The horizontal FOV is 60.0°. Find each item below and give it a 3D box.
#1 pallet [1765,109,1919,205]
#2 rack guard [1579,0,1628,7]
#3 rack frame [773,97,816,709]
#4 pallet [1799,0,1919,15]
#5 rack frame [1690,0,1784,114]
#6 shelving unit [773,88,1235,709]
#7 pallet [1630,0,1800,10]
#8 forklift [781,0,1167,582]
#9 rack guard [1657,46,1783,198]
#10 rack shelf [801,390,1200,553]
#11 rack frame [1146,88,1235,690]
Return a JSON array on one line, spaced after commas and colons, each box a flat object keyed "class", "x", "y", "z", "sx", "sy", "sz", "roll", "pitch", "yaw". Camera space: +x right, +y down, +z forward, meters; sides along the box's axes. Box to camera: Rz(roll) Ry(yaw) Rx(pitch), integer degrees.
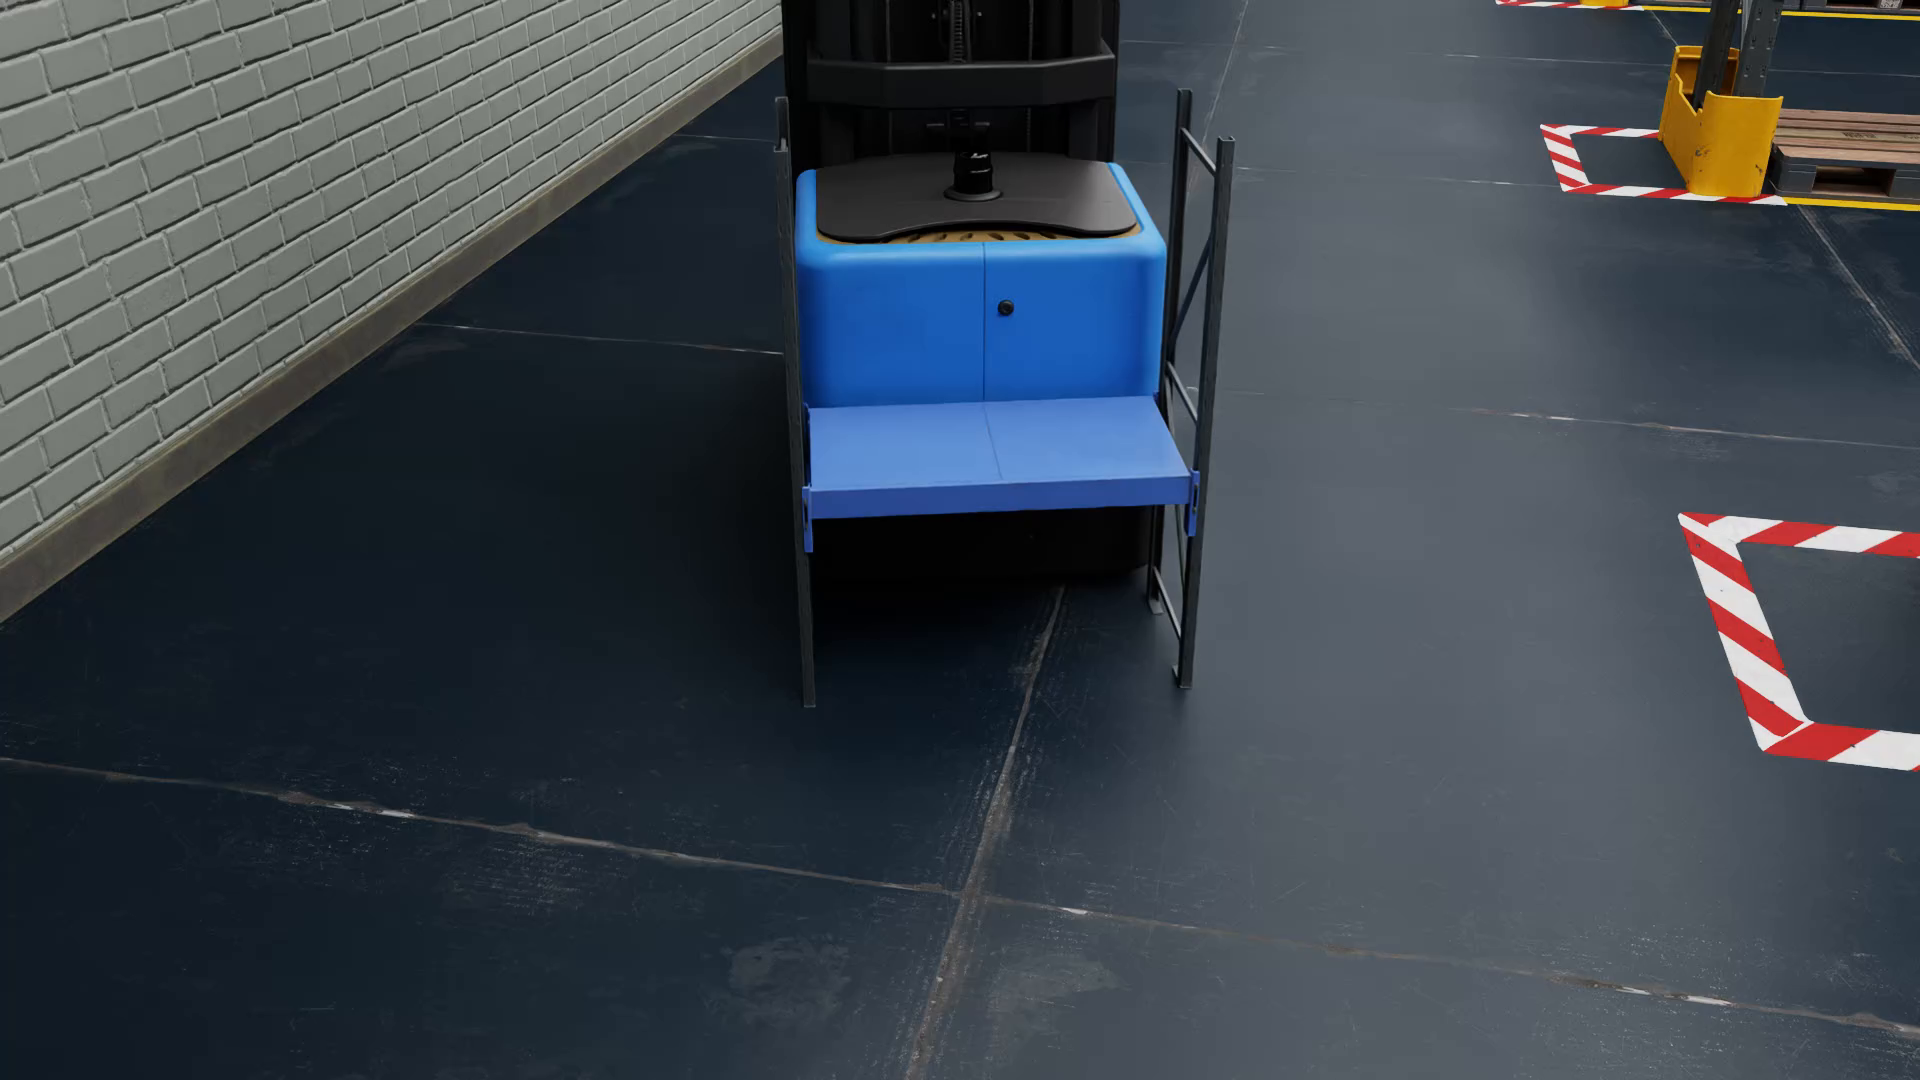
[{"class": "pallet", "x": 4.828, "y": -2.007, "z": 8.696, "sx": 1.213, "sy": 0.211, "sz": 1.003, "roll": 6, "pitch": 29, "yaw": 11}, {"class": "rack guard", "x": 5.040, "y": -4.563, "z": 13.064, "sx": 0.348, "sy": 0.500, "sz": 1.175, "roll": 6, "pitch": 29, "yaw": 11}, {"class": "rack frame", "x": -0.423, "y": -0.327, "z": 4.286, "sx": 0.032, "sy": 1.500, "sz": 0.500, "roll": -2, "pitch": 29, "yaw": -4}, {"class": "pallet", "x": 7.051, "y": -4.267, "z": 12.825, "sx": 1.213, "sy": 0.211, "sz": 1.003, "roll": 6, "pitch": 29, "yaw": 11}, {"class": "rack frame", "x": 4.029, "y": -3.331, "z": 8.211, "sx": 0.127, "sy": 3.000, "sz": 1.000, "roll": 6, "pitch": 29, "yaw": 11}, {"class": "shelving unit", "x": 0.084, "y": -0.349, "z": 4.326, "sx": 1.048, "sy": 1.500, "sz": 0.538, "roll": -2, "pitch": 29, "yaw": -4}, {"class": "pallet", "x": 5.862, "y": -4.391, "z": 13.050, "sx": 1.213, "sy": 0.211, "sz": 1.003, "roll": 6, "pitch": 29, "yaw": 11}, {"class": "forklift", "x": -0.049, "y": -1.840, "z": 5.559, "sx": 1.130, "sy": 2.935, "sz": 3.031, "roll": -2, "pitch": 29, "yaw": -4}, {"class": "rack guard", "x": 4.003, "y": -2.231, "z": 8.805, "sx": 0.348, "sy": 0.500, "sz": 1.175, "roll": 6, "pitch": 29, "yaw": 11}, {"class": "rack shelf", "x": 0.084, "y": -0.191, "z": 4.412, "sx": 1.000, "sy": 0.185, "sz": 0.538, "roll": -2, "pitch": 29, "yaw": -4}, {"class": "rack frame", "x": 0.590, "y": -0.371, "z": 4.365, "sx": 0.032, "sy": 1.500, "sz": 0.500, "roll": -2, "pitch": 29, "yaw": -4}]
